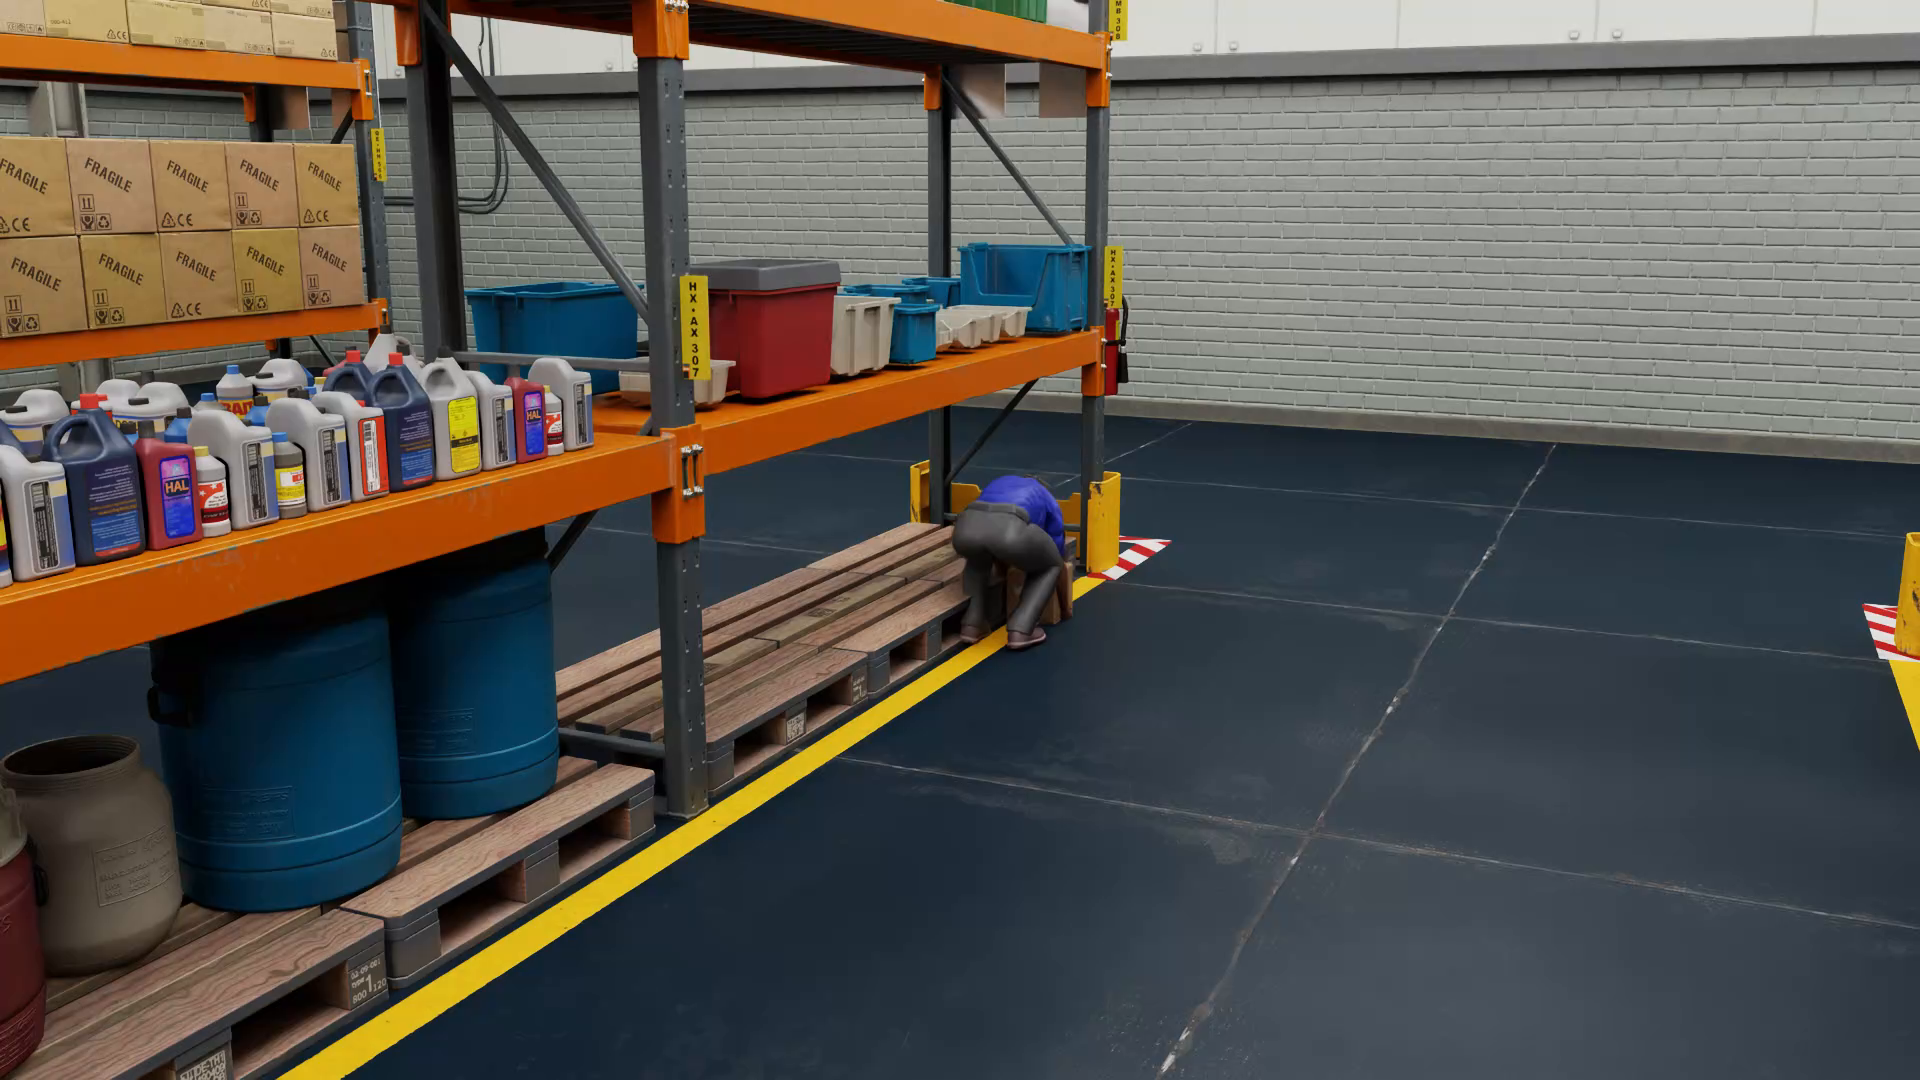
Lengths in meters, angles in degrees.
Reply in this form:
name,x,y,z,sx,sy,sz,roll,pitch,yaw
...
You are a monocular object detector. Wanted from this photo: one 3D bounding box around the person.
name,x,y,z,sx,sy,sz,roll,pitch,yaw
person,0.247,0.090,7.772,0.465,0.766,0.873,5,13,21
